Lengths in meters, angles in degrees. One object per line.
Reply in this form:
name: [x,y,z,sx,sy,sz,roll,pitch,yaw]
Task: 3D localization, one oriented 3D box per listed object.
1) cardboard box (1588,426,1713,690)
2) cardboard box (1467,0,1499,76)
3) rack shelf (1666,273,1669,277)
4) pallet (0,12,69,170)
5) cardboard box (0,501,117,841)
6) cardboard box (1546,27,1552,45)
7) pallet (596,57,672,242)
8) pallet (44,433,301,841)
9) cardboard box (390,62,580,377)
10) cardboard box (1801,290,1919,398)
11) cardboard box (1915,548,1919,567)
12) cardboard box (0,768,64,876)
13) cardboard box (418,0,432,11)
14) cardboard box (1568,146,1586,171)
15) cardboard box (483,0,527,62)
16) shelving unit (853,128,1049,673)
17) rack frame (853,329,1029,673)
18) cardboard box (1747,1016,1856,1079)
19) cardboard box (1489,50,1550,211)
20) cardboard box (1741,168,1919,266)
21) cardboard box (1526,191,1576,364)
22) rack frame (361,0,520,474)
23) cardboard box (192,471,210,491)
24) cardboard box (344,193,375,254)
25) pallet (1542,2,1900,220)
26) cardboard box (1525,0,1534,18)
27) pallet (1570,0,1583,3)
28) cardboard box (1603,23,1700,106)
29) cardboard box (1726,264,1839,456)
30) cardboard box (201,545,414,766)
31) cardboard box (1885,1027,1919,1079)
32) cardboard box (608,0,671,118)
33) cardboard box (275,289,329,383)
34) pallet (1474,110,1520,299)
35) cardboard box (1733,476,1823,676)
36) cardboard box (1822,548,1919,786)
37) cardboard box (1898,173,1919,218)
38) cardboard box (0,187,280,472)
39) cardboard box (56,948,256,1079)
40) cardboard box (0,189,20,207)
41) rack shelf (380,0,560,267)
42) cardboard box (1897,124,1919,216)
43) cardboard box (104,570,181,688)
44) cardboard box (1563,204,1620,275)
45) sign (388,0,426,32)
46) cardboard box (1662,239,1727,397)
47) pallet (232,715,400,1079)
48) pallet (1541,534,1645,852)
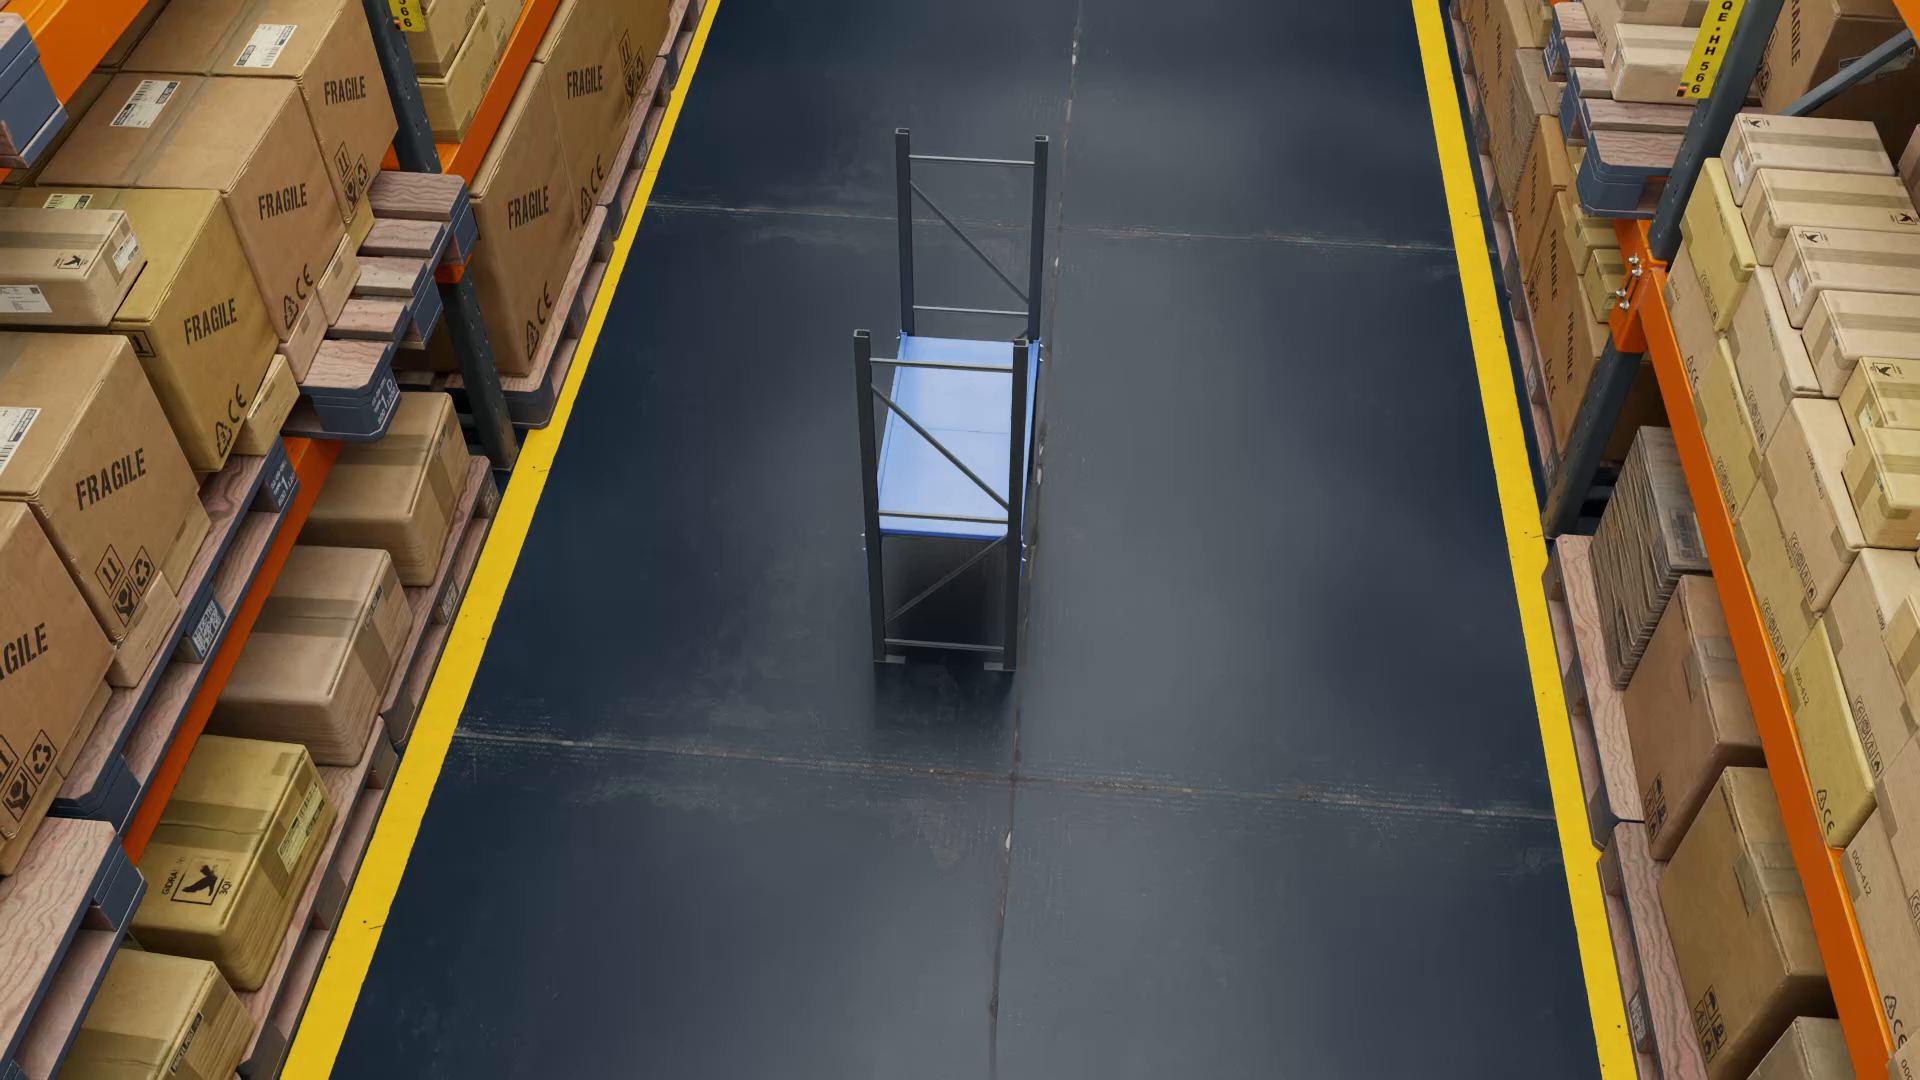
cardboard box: [2.630,0.097,5.454,0.875,0.625,0.625,5,48,5]
cardboard box: [2.758,-2.526,7.937,0.500,0.500,0.500,3,48,3]
rack shelf: [2.518,0.626,4.000,0.919,0.124,3.809,4,48,4]
pallet: [-2.354,-0.570,2.833,1.213,0.211,1.003,4,48,4]
cardboard box: [-2.175,0.256,3.429,0.500,0.500,0.500,4,48,3]
cardboard box: [2.715,-2.067,7.078,0.380,0.149,0.250,4,48,4]
pallet: [-1.982,-1.879,7.825,1.003,0.211,1.213,4,48,4]
pallet: [-2.382,0.171,4.191,1.003,0.211,1.213,4,48,4]
cardboard box: [-2.097,-1.278,6.542,0.875,0.875,0.875,3,48,3]
cardboard box: [2.346,-0.479,4.148,0.380,0.149,0.250,4,48,4]
cardboard box: [2.344,0.088,3.629,0.380,0.149,0.250,4,48,4]
cardboard box: [-2.196,0.563,3.588,0.380,0.149,0.250,5,48,4]
cardboard box: [-1.954,-2.069,5.364,0.500,0.500,0.500,2,48,2]
cardboard box: [2.625,-1.502,6.560,0.380,0.149,0.250,5,48,5]
cardboard box: [-1.918,-2.022,6.168,0.500,0.250,0.500,3,48,2]
shelving unit: [-0.008,-0.443,5.639,0.538,1.500,1.048,4,48,4]
rack frame: [-0.054,-0.070,5.298,0.500,1.500,0.032,4,48,4]
cardboard box: [2.451,1.625,4.056,0.875,0.625,0.625,3,48,3]
cardboard box: [2.655,-1.779,7.253,0.500,0.500,0.500,2,48,2]
cardboard box: [2.355,-0.863,4.499,0.380,0.149,0.250,5,48,4]
cardboard box: [2.581,-1.011,6.551,0.500,0.500,0.500,3,48,3]
rack frame: [-2.243,-1.352,5.453,1.000,3.000,0.127,4,48,4]
cardboard box: [-2.160,-0.198,4.284,0.380,0.149,0.250,4,48,4]
cardboard box: [-1.991,-0.950,4.972,0.380,0.149,0.250,5,48,4]
pallet: [2.692,-1.459,5.681,1.213,0.211,1.003,4,48,4]
cardboard box: [2.736,-2.450,7.427,0.380,0.149,0.250,4,48,3]
pallet: [2.873,-2.385,6.529,1.003,0.211,1.213,4,48,4]
cardboard box: [2.378,-1.586,5.553,0.380,0.149,0.250,5,48,4]
cardboard box: [2.370,-0.461,4.402,0.500,0.250,0.500,5,48,5]
cardboard box: [-2.364,0.351,5.393,0.950,0.372,0.625,3,48,3]
cardboard box: [2.162,1.212,3.211,0.500,0.250,0.500,4,48,3]
cardboard box: [-1.930,-2.590,7.742,0.875,0.875,0.875,5,48,5]
cardboard box: [-2.000,-0.577,4.631,0.380,0.149,0.250,2,48,2]
pallet: [2.920,-1.519,7.497,1.003,0.211,1.213,4,48,4]
cardboard box: [2.326,0.088,4.238,0.500,0.250,0.500,2,48,2]
cardboard box: [2.283,0.299,3.706,0.500,0.250,0.500,4,48,4]
cardboard box: [2.936,-0.790,4.703,0.500,0.250,0.500,5,48,4]
cardboard box: [-2.088,-0.523,4.142,0.500,0.500,0.500,1,48,1]
cardboard box: [-2.500,1.419,4.416,0.950,0.372,0.625,7,48,6]
cardboard box: [-2.597,-0.538,4.156,0.500,0.500,0.500,5,48,4]
rack shelf: [-2.061,-2.578,7.063,1.077,0.370,4.000,4,48,4]
cardboard box: [2.872,-1.021,4.643,0.380,0.149,0.250,5,48,5]
cardboard box: [-2.096,0.190,3.929,0.380,0.149,0.250,6,48,5]
cardboard box: [2.487,-1.120,6.212,0.380,0.149,0.250,2,48,2]
sign: [-1.702,-1.686,5.028,0.100,0.325,0.005,4,48,4]
cardboard box: [2.417,-0.660,4.923,0.500,0.250,0.500,4,48,4]
pallet: [-2.429,1.058,5.140,1.003,0.211,1.213,4,48,4]
pallet: [2.587,0.523,5.629,1.003,0.211,1.213,4,48,4]
